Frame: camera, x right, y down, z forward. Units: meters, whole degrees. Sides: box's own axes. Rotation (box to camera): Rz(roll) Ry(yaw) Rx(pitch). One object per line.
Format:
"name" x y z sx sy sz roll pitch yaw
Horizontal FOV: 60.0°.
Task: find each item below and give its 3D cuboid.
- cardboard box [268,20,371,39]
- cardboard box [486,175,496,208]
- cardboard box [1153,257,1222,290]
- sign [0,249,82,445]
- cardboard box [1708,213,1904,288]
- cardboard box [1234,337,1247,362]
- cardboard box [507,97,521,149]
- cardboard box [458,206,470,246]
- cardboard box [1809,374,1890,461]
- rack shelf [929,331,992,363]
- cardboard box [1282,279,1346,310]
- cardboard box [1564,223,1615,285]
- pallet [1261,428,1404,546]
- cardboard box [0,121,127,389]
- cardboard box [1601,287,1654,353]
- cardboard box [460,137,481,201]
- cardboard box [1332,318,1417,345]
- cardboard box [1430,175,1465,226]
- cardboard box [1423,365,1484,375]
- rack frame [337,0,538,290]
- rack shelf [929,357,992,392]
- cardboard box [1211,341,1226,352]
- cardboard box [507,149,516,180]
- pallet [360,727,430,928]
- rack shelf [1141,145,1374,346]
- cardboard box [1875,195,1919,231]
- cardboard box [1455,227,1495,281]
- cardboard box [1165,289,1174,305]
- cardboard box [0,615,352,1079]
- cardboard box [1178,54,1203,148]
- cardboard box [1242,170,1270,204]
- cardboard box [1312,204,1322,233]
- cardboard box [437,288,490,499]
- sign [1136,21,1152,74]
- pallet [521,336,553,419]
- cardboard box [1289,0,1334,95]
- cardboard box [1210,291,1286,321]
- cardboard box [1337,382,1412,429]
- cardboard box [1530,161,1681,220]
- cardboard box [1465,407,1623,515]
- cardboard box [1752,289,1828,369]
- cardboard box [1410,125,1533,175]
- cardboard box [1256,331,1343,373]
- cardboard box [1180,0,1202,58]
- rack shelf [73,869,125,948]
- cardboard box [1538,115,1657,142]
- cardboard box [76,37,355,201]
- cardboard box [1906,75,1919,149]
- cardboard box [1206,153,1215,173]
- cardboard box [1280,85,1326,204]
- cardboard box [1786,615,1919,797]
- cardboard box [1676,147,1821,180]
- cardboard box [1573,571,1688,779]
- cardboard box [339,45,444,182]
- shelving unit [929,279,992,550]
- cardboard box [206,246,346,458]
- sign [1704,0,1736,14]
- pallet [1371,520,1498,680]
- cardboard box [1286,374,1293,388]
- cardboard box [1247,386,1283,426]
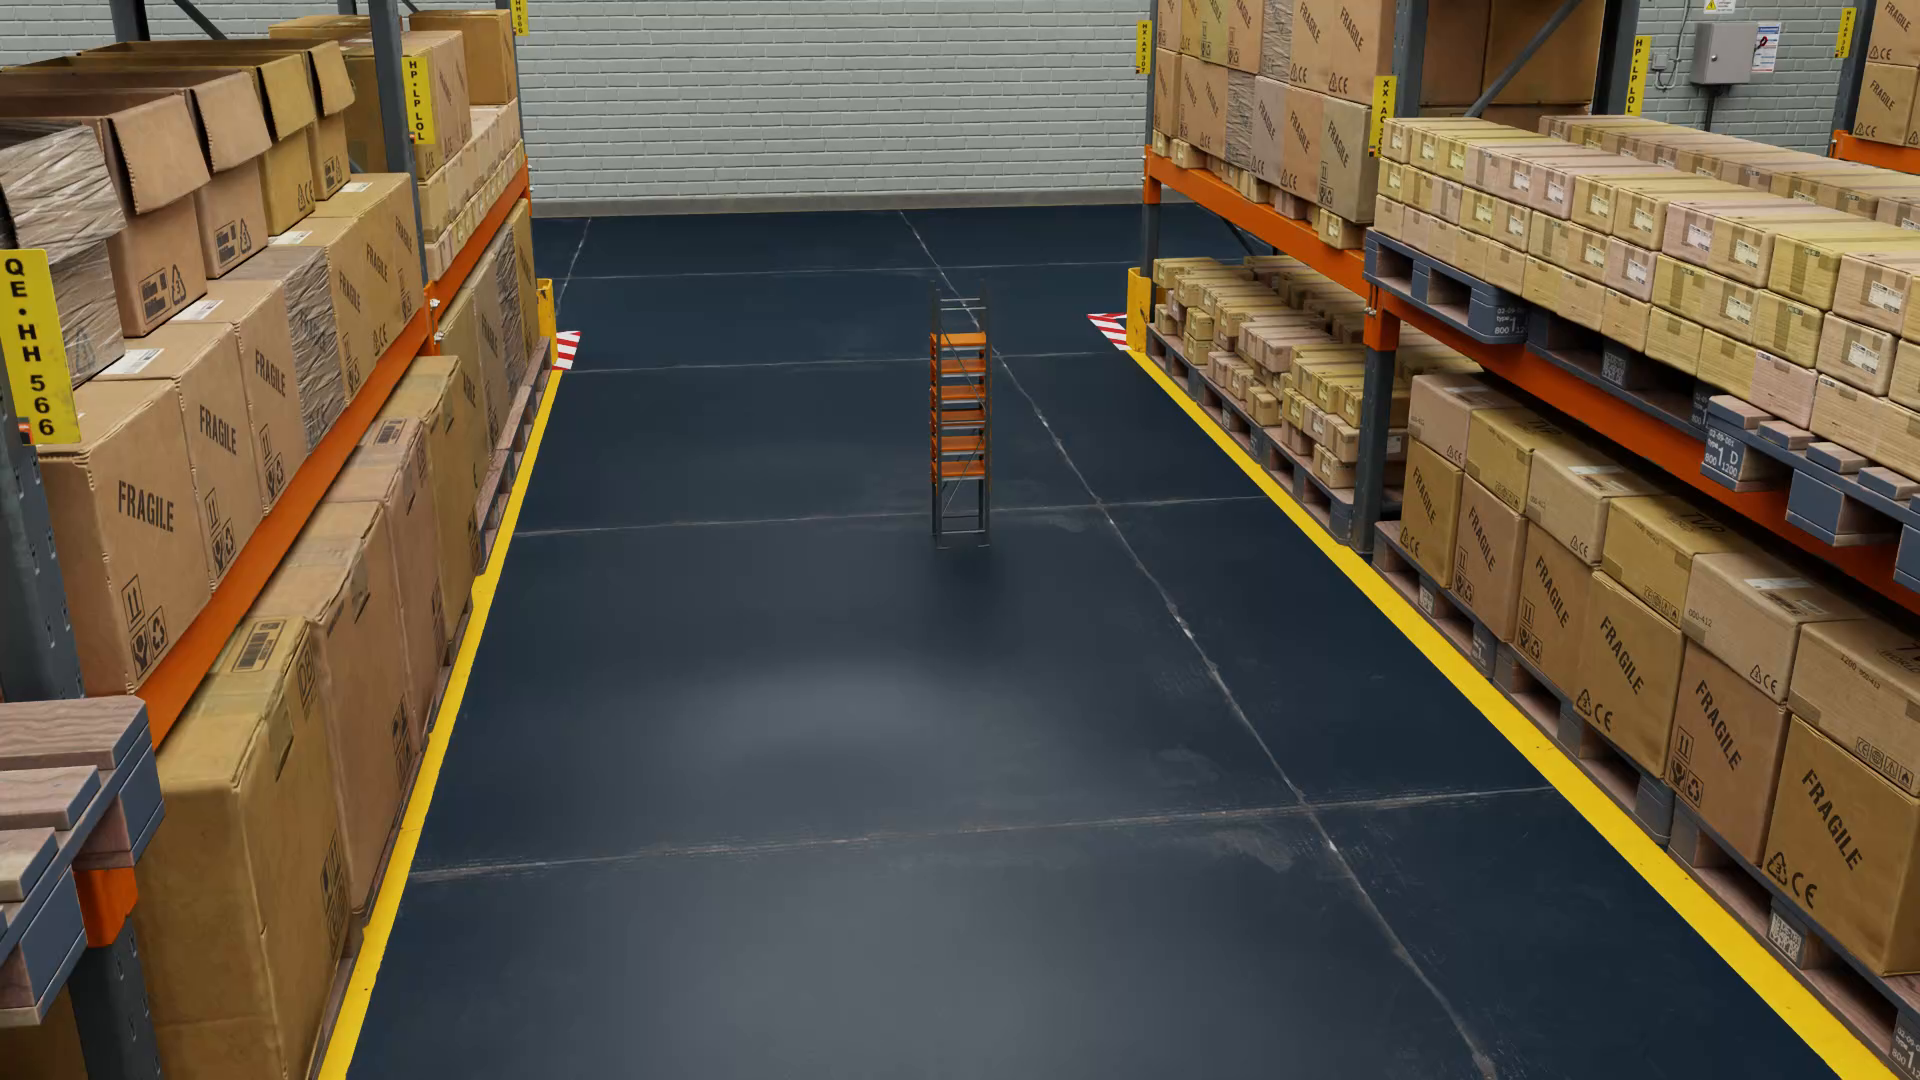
"cardboard box" -3.256 -2.436 8.667 0.500 0.500 0.500 -3 21 -9
"cardboard box" -2.614 -1.793 8.590 0.380 0.149 0.250 -3 21 -7
"cardboard box" 1.451 -1.704 10.615 0.380 0.149 0.250 -4 21 -10
"sign" -1.522 -0.313 2.726 0.100 0.325 0.005 -3 21 -8
"cardboard box" 2.227 -0.767 4.391 0.380 0.149 0.250 -2 21 -6
"cardboard box" 1.782 -1.117 9.470 0.380 0.149 0.250 -2 21 -5
"cardboard box" -2.879 -2.462 9.810 0.500 0.250 0.500 -3 21 -9
"cardboard box" -2.464 -1.437 7.635 0.380 0.149 0.250 -3 21 -9
"cardboard box" 2.305 -0.305 4.005 0.380 0.149 0.250 -3 21 -8
"rack shelf" 0.002 -0.853 7.382 0.258 0.103 0.180 -3 21 -8
"cardboard box" 2.156 -1.466 9.977 0.380 0.149 0.250 -4 21 -10
"cardboard box" 2.117 -0.895 5.158 0.380 0.149 0.250 -3 21 -9
"pallet" 2.157 -0.302 8.223 1.003 0.211 1.213 -3 21 -8
"cardboard box" -2.147 -0.548 3.320 0.797 0.503 0.637 -2 21 -6
"cardboard box" 2.159 -0.663 4.964 0.380 0.149 0.250 -2 21 -6
"cardboard box" -2.590 -1.759 7.927 0.500 0.250 0.500 -2 21 -6
"cardboard box" 2.240 -1.102 9.004 0.380 0.149 0.250 -4 21 -10
"cardboard box" 1.967 -1.257 6.129 0.380 0.149 0.250 -2 21 -6
"cardboard box" 2.463 -0.745 8.049 0.380 0.149 0.250 -2 21 -5
"rack frame" -3.211 -2.547 10.249 1.000 3.000 0.127 -3 21 -8
"rack shelf" 0.002 -0.740 7.424 0.258 0.103 0.180 -3 21 -8
"cardboard box" 1.691 -1.076 9.785 0.380 0.149 0.250 -3 21 -8
"cardboard box" -2.759 -2.145 9.532 0.380 0.149 0.250 -3 21 -8
"pallet" -2.269 0.831 5.190 1.003 0.211 1.213 -3 21 -8
"rack shelf" 2.000 -1.733 9.097 1.077 0.370 4.000 -3 21 -8
"cardboard box" 2.839 -0.883 4.703 0.380 0.149 0.250 -2 21 -5
"cardboard box" 2.003 -1.027 5.939 0.380 0.149 0.250 -3 21 -7
"cardboard box" 1.533 -1.569 10.678 0.380 0.149 0.250 -2 21 -5
"cardboard box" -2.137 0.781 3.774 1.225 0.875 0.875 -4 21 -10
"cardboard box" 1.605 -2.595 9.809 0.500 0.500 0.500 -3 21 -8
"cardboard box" 1.719 -1.884 8.834 0.380 0.149 0.250 -3 21 -7
"cardboard box" 1.891 -1.526 7.874 0.380 0.149 0.250 -2 21 -6
"cardboard box" -2.650 -0.596 7.462 0.875 0.875 0.875 -3 21 -8
"sign" 1.175 -3.140 10.600 0.100 0.325 0.005 -3 21 -8
"pallet" -3.018 -0.968 10.006 1.003 0.211 1.213 -3 21 -8
"cardboard box" 1.873 -2.360 7.750 0.500 0.500 0.500 -4 21 -9
"cardboard box" 1.668 -1.342 9.647 0.380 0.149 0.250 -2 21 -6
"cardboard box" 1.979 -0.627 7.733 0.380 0.149 0.250 -2 21 -6
"cardboard box" 2.077 -1.128 5.358 0.380 0.149 0.250 -2 21 -6
"cardboard box" 2.213 -0.301 6.136 0.500 0.250 0.500 -2 21 -6
"cardboard box" 2.262 -0.542 4.215 0.380 0.149 0.250 -2 21 -6
"cardboard box" 1.936 -1.479 6.298 0.380 0.149 0.250 -2 21 -6
"cardboard box" 1.770 -0.983 8.684 0.380 0.149 0.250 -4 21 -10
"cardboard box" 1.593 -3.074 9.661 0.500 0.500 0.500 -2 21 -6
"rack shelf" -1.769 1.252 1.105 1.077 0.370 4.000 -3 21 -8
"cardboard box" 2.539 -1.606 6.638 0.380 0.149 0.250 -2 21 -5
"cardboard box" -2.534 -1.458 5.757 0.797 0.503 0.637 -3 21 -9
"cardboard box" 6.481 -2.739 10.621 0.500 0.500 0.500 -3 21 -9
"cardboard box" 1.671 -2.251 9.815 0.380 0.149 0.250 -2 21 -5
"cardboard box" 1.865 -1.897 7.939 0.500 0.500 0.500 -3 21 -9
"cardboard box" 2.507 0.407 4.240 0.500 0.250 0.500 -3 21 -9
"cardboard box" 2.684 -1.247 5.677 0.380 0.149 0.250 -4 21 -10
"cardboard box" 2.348 0.405 5.317 0.500 0.500 0.500 -4 21 -10
"cardboard box" -2.450 -1.761 6.862 0.500 0.500 0.500 -3 21 -8
"shelving unit" 0.002 -0.557 7.493 0.258 1.200 0.189 -3 21 -8
"cardboard box" -2.083 -0.535 4.718 0.500 0.500 0.500 -3 21 -8
"sign" 7.775 -5.509 16.999 0.339 0.242 0.001 -3 21 -8
"pallet" 2.402 0.198 6.883 1.003 0.211 1.213 -3 21 -8
"cardboard box" 1.882 -0.748 8.480 0.380 0.149 0.250 -3 21 -7
"cardboard box" 1.745 -0.716 8.819 0.380 0.149 0.250 -3 21 -8
